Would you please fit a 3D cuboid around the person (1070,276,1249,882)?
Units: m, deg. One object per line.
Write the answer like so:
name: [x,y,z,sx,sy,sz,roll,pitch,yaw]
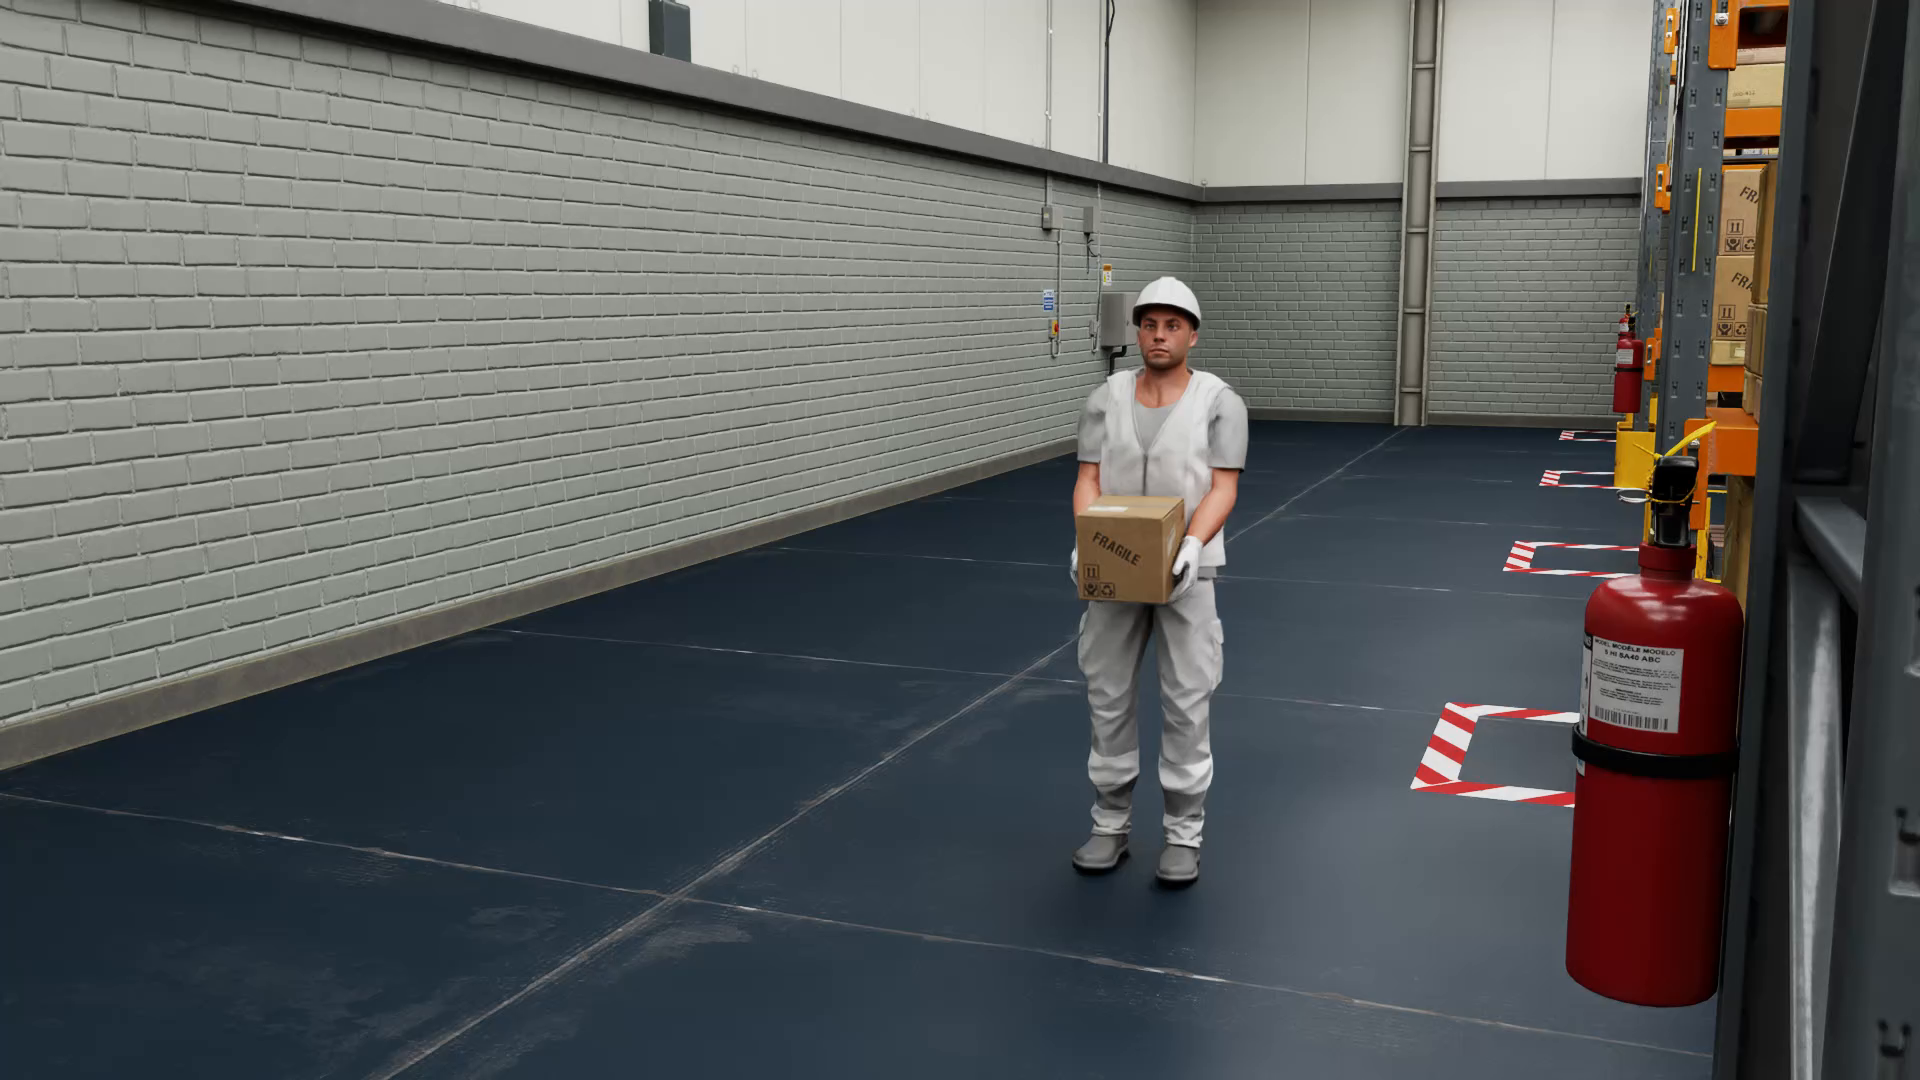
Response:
person: [0.562,0.126,4.923,0.519,1.793,0.547,3,9,21]
